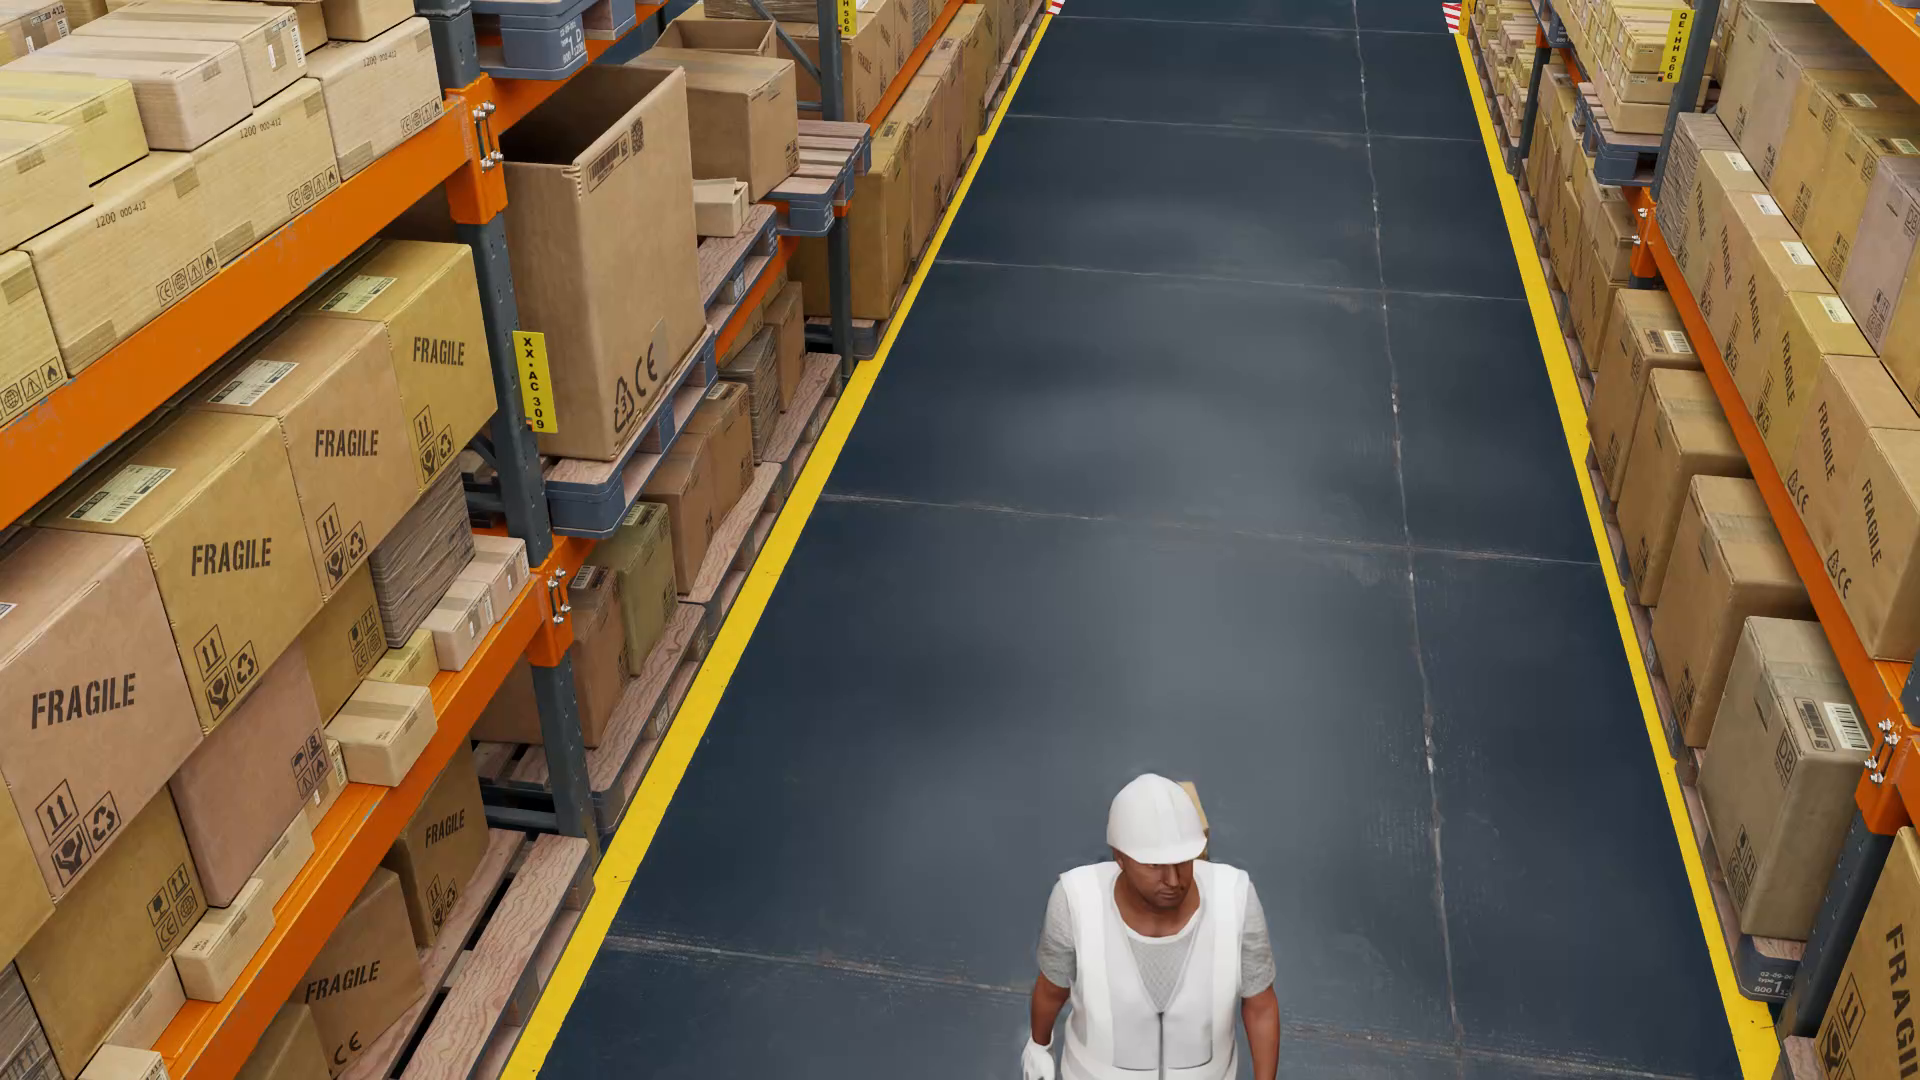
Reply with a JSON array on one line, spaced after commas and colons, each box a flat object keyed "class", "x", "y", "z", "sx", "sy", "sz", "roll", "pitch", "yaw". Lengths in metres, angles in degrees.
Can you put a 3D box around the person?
[{"class": "person", "x": 0.468, "y": 1.303, "z": 4.056, "sx": 0.593, "sy": 1.738, "sz": 1.072, "roll": -3, "pitch": 32, "yaw": -5}]
